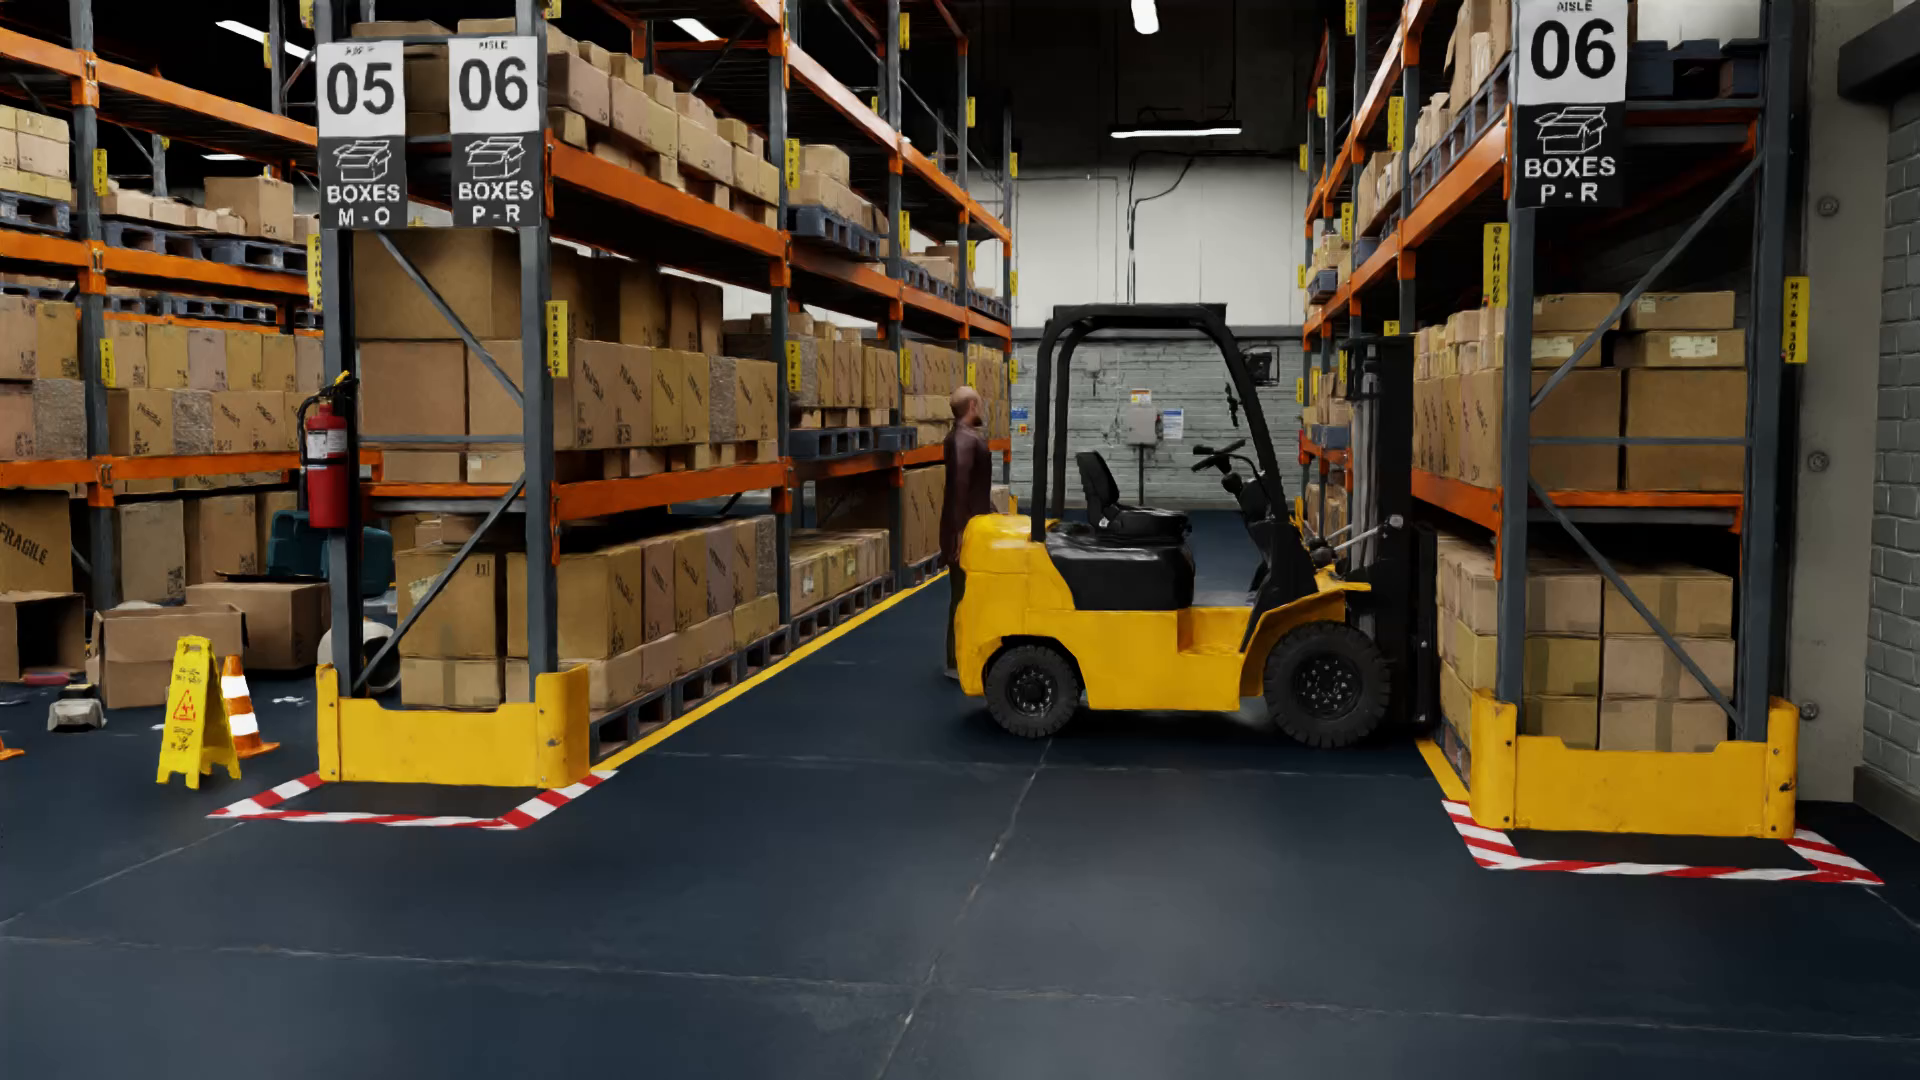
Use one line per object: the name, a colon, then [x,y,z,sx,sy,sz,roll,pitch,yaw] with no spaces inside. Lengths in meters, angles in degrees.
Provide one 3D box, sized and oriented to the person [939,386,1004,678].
person: [0.105,-0.054,10.261,0.461,1.778,0.628,0,4,-4]
